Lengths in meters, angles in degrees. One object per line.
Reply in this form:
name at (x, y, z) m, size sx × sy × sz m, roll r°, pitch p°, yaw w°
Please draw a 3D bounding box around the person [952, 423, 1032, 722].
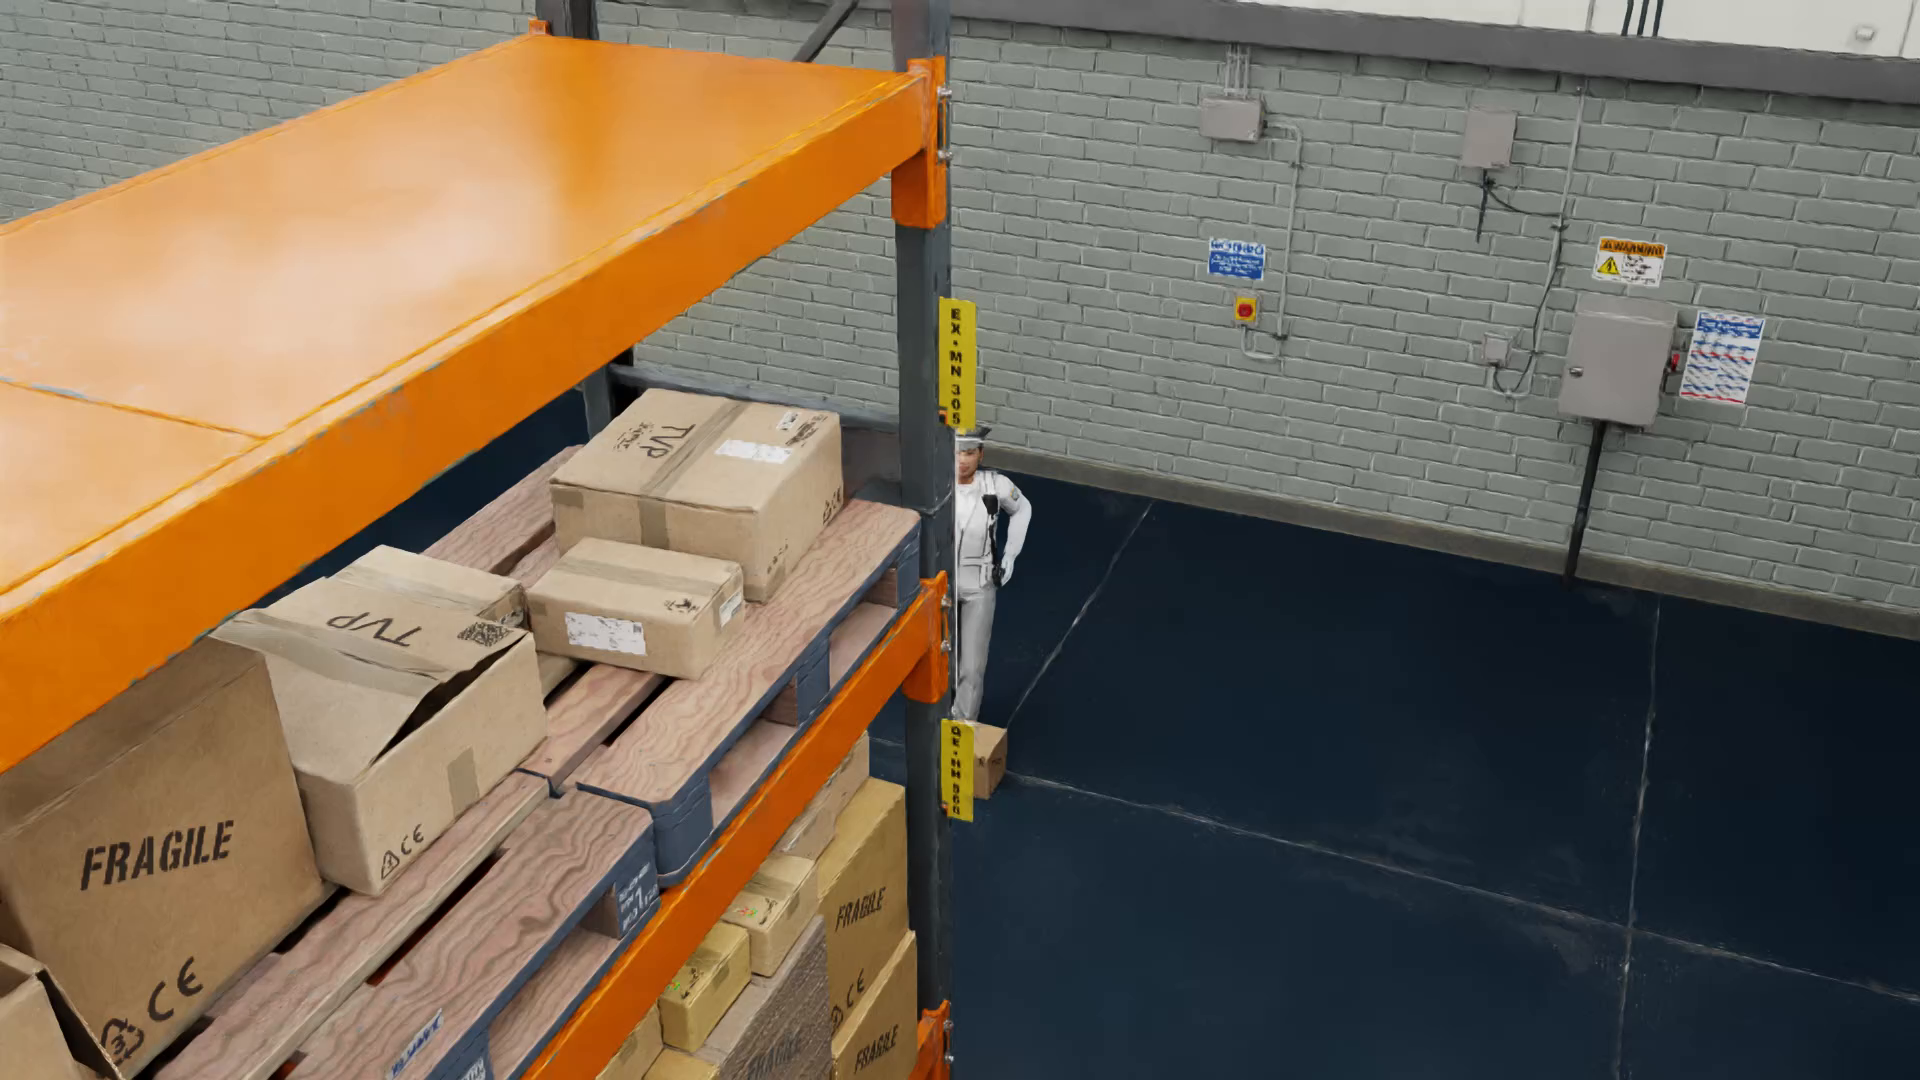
person at (-0.003, 0.255, 7.922) m, size 0.572 × 1.686 × 0.789 m, roll 6°, pitch 30°, yaw 10°
